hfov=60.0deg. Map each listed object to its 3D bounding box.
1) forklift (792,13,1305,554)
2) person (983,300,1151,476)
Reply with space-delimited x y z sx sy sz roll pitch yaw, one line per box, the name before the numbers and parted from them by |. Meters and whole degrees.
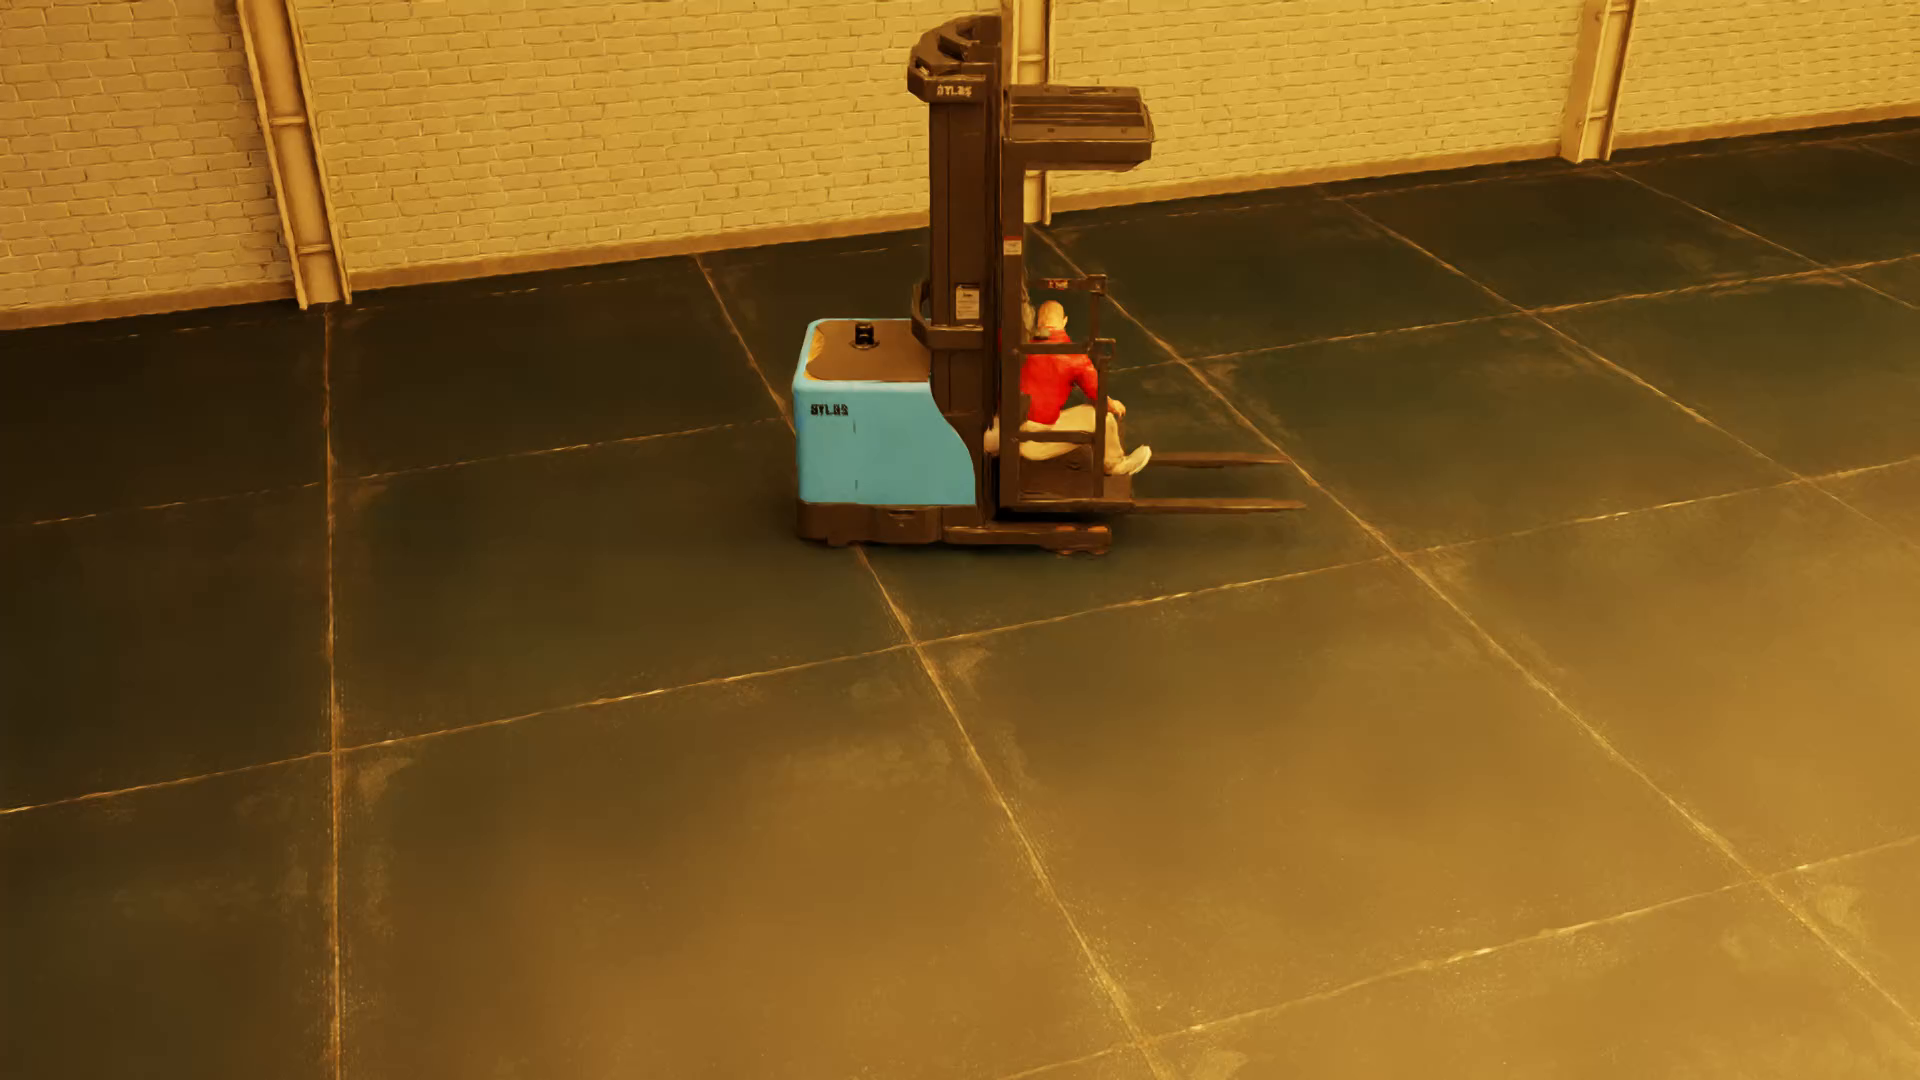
forklift | 0.552 -1.456 9.617 3.031 2.935 1.130 1 30 1
person | 0.406 -0.736 9.881 1.338 1.391 0.808 13 32 21
